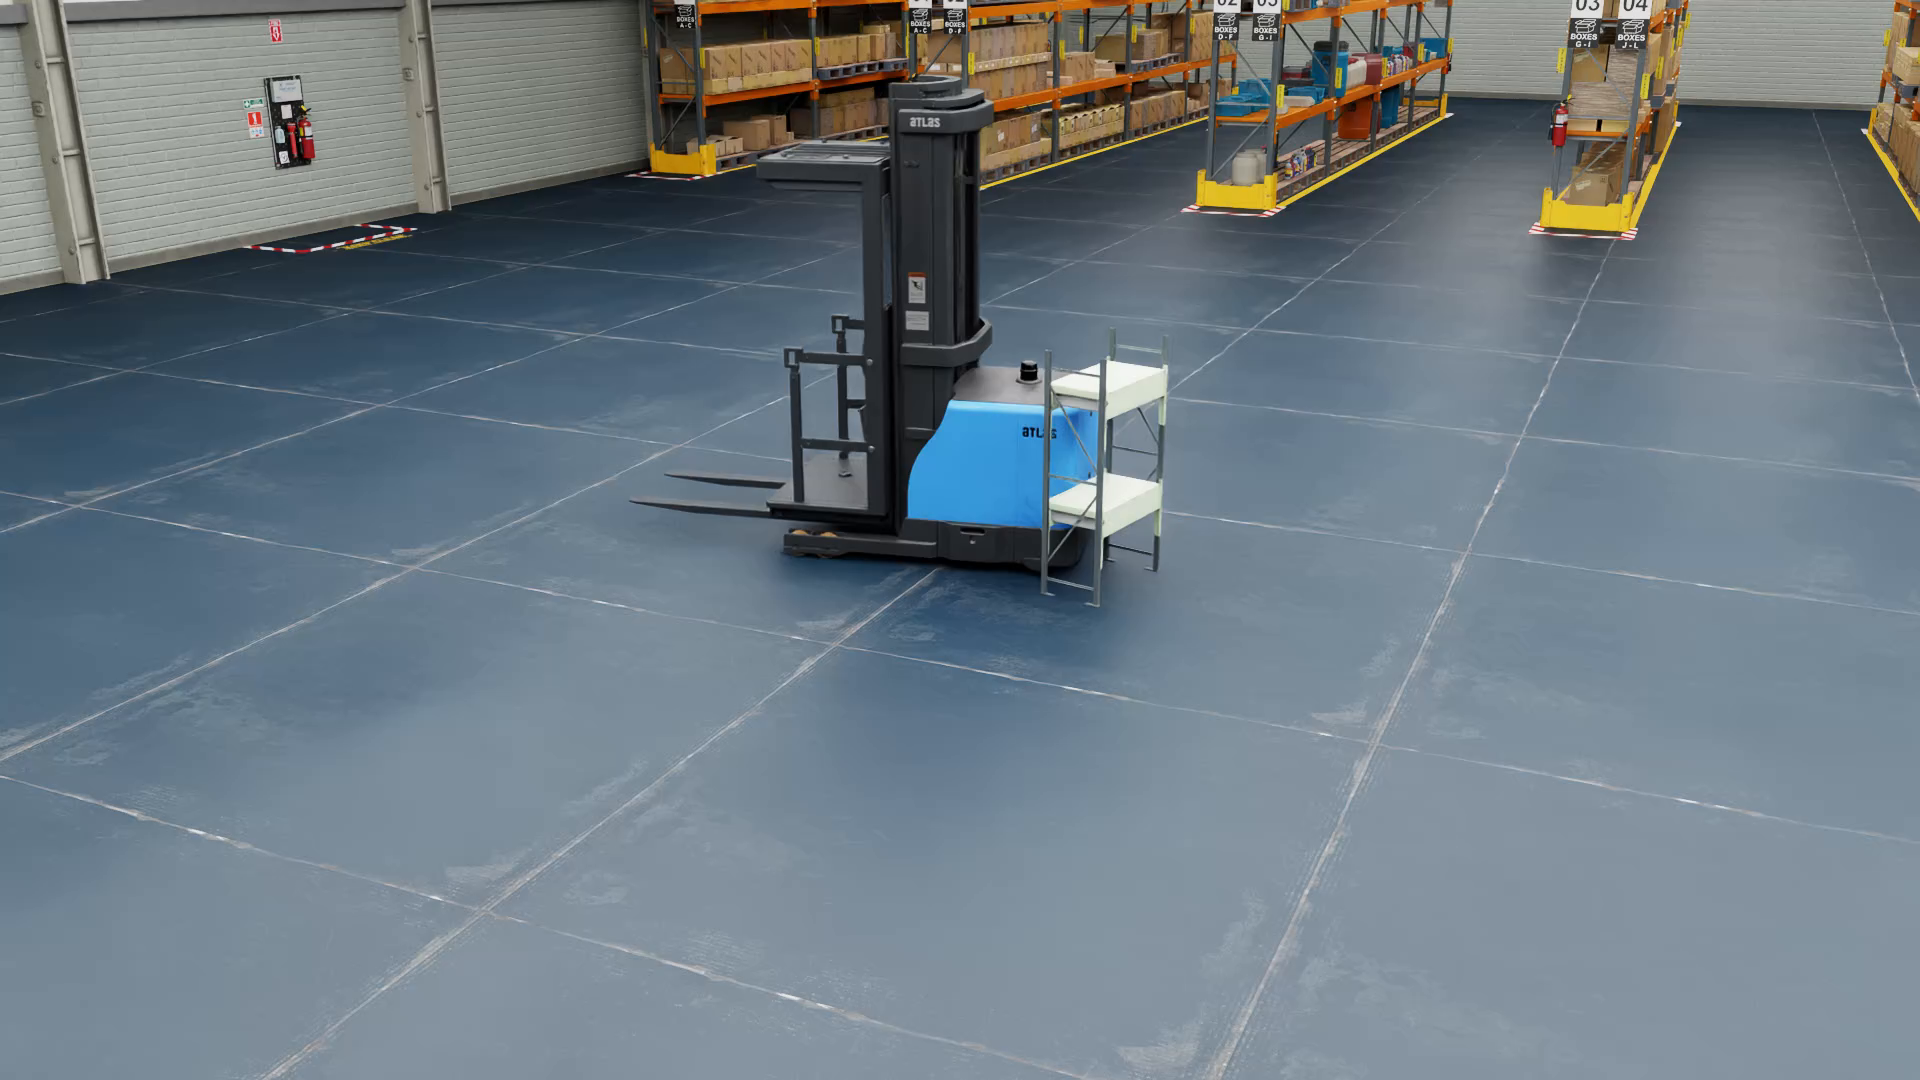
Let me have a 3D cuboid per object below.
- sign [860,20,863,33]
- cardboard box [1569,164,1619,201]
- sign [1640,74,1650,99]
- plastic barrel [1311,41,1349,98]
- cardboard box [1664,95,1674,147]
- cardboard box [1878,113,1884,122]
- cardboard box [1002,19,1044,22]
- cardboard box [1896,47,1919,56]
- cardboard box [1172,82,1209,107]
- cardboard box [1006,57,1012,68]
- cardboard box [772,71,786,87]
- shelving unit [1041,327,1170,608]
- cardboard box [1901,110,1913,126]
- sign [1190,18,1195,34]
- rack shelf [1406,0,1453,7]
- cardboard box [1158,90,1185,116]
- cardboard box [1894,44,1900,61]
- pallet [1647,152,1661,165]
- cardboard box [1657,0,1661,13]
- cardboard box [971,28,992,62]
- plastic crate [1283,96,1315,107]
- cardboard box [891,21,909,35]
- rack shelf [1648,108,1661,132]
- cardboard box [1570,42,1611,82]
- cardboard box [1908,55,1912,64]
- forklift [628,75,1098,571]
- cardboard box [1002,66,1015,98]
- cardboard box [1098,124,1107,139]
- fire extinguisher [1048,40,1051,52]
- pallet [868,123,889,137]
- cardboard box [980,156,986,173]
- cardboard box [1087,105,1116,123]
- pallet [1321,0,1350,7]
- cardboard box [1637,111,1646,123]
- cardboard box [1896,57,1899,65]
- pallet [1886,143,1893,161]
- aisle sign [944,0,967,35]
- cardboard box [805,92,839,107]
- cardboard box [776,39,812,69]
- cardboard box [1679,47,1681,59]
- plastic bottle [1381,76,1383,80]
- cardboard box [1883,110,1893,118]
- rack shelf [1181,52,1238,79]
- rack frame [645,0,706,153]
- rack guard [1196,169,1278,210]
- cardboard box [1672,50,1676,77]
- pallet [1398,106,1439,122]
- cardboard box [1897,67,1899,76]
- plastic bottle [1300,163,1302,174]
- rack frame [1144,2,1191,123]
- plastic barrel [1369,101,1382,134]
[{"bbox_3d":[-2.081,-10.870,35.329,0.100,0.325,0.005,9,21,23],"label":"sign"},{"bbox_3d":[9.192,-5.161,24.108,0.500,0.500,0.500,15,25,37],"label":"cardboard box"},{"bbox_3d":[9.203,-6.098,22.348,0.100,0.325,0.005,9,21,23],"label":"sign"},{"bbox_3d":[6.262,-7.980,28.183,0.600,0.901,0.708,9,21,23],"label":"plastic barrel"},{"bbox_3d":[12.657,-7.887,31.213,1.225,0.875,0.875,9,21,23],"label":"cardboard box"},{"bbox_3d":[18.907,-8.588,33.824,0.380,0.149,0.250,9,22,24],"label":"cardboard box"},{"bbox_3d":[1.503,-12.679,41.696,0.980,0.700,0.700,10,22,25],"label":"cardboard box"},{"bbox_3d":[17.524,-9.024,30.727,0.380,0.149,0.250,10,22,25],"label":"cardboard box"},{"bbox_3d":[5.350,-10.400,38.804,0.797,0.503,0.637,9,21,23],"label":"cardboard box"},{"bbox_3d":[0.659,-8.038,27.977,0.380,0.149,0.250,9,21,23],"label":"cardboard box"},{"bbox_3d":[-3.532,-8.472,30.508,0.500,0.250,0.500,8,21,22],"label":"cardboard box"},{"bbox_3d":[0.870,-0.447,9.987,0.431,1.500,0.755,13,24,33],"label":"shelving unit"},{"bbox_3d":[16.928,-7.426,29.359,0.500,0.250,0.500,9,22,24],"label":"cardboard box"},{"bbox_3d":[5.093,-11.264,36.437,0.100,0.325,0.005,9,21,23],"label":"sign"},{"bbox_3d":[9.922,-11.798,36.265,1.077,0.370,4.000,9,21,23],"label":"rack shelf"},{"bbox_3d":[4.645,-9.633,36.653,0.500,0.500,0.500,8,21,22],"label":"cardboard box"},{"bbox_3d":[18.259,-9.254,31.921,0.500,0.500,0.500,8,21,21],"label":"cardboard box"},{"bbox_3d":[12.375,-7.127,30.695,1.003,0.211,1.213,9,21,23],"label":"pallet"},{"bbox_3d":[9.761,-7.688,23.858,0.500,0.250,0.500,9,22,24],"label":"cardboard box"},{"bbox_3d":[0.107,-8.102,27.189,0.700,0.500,0.500,8,21,21],"label":"cardboard box"},{"bbox_3d":[5.393,-7.012,26.602,0.530,0.136,0.437,9,21,23],"label":"plastic crate"},{"bbox_3d":[-1.140,-10.912,35.432,0.500,0.250,0.500,9,22,24],"label":"cardboard box"},{"bbox_3d":[11.165,-7.260,27.980,1.077,0.370,4.000,9,21,23],"label":"rack shelf"},{"bbox_3d":[8.707,-6.625,23.036,0.500,0.500,0.500,9,21,23],"label":"cardboard box"},{"bbox_3d":[16.355,-8.148,28.263,0.380,0.149,0.250,8,21,22],"label":"cardboard box"},{"bbox_3d":[-0.654,-1.427,10.607,3.031,2.935,1.130,4,20,12],"label":"forklift"},{"bbox_3d":[0.506,-7.787,28.239,0.700,0.500,0.500,9,22,24],"label":"cardboard box"},{"bbox_3d":[2.538,-7.967,32.372,0.500,0.250,0.500,9,22,24],"label":"cardboard box"},{"bbox_3d":[2.185,-12.466,42.216,0.296,0.674,0.183,9,21,23],"label":"fire extinguisher"},{"bbox_3d":[-1.895,-8.697,35.108,1.003,0.211,1.213,9,21,23],"label":"pallet"},{"bbox_3d":[0.094,-6.161,27.293,0.500,0.250,0.500,9,21,23],"label":"cardboard box"},{"bbox_3d":[2.751,-8.384,32.706,0.500,0.311,0.500,8,21,22],"label":"cardboard box"},{"bbox_3d":[5.621,-8.758,26.923,1.213,0.211,1.003,9,21,23],"label":"pallet"},{"bbox_3d":[9.745,-6.146,24.149,0.380,0.149,0.250,9,21,23],"label":"cardboard box"},{"bbox_3d":[17.315,-8.726,30.332,0.380,0.149,0.250,9,22,24],"label":"cardboard box"},{"bbox_3d":[17.788,-7.170,30.814,1.003,0.211,1.213,9,21,23],"label":"pallet"},{"bbox_3d":[-0.076,-8.288,25.917,0.394,0.787,0.004,9,21,23],"label":"aisle sign"},{"bbox_3d":[-2.748,-8.772,33.112,0.500,0.250,0.500,8,21,22],"label":"cardboard box"},{"bbox_3d":[-3.123,-9.132,31.244,0.500,0.500,0.500,8,21,23],"label":"cardboard box"},{"bbox_3d":[15.095,-10.386,35.476,0.500,0.250,0.500,8,21,22],"label":"cardboard box"},{"bbox_3d":[8.113,-9.017,32.021,0.061,0.283,0.133,9,21,23],"label":"plastic bottle"},{"bbox_3d":[18.481,-8.410,32.880,0.380,0.149,0.250,8,21,21],"label":"cardboard box"},{"bbox_3d":[5.405,-11.066,38.682,1.077,0.370,4.000,9,21,23],"label":"rack shelf"},{"bbox_3d":[-4.849,-7.804,28.435,1.000,3.000,0.127,9,21,23],"label":"rack frame"},{"bbox_3d":[4.177,-5.296,25.115,1.175,0.500,0.348,9,21,23],"label":"rack guard"},{"bbox_3d":[13.679,-9.300,32.493,0.500,0.500,0.500,9,21,23],"label":"cardboard box"},{"bbox_3d":[10.368,-9.775,38.140,1.003,0.211,1.213,9,21,23],"label":"pallet"},{"bbox_3d":[17.103,-8.428,29.939,0.380,0.149,0.250,8,21,20],"label":"cardboard box"},{"bbox_3d":[5.522,-6.073,27.089,0.097,0.201,0.097,0,20,0],"label":"plastic bottle"},{"bbox_3d":[4.586,-10.794,36.842,1.000,3.000,0.127,9,21,23],"label":"rack frame"},{"bbox_3d":[8.112,-8.449,33.221,0.600,0.588,0.708,9,21,23],"label":"plastic barrel"}]
